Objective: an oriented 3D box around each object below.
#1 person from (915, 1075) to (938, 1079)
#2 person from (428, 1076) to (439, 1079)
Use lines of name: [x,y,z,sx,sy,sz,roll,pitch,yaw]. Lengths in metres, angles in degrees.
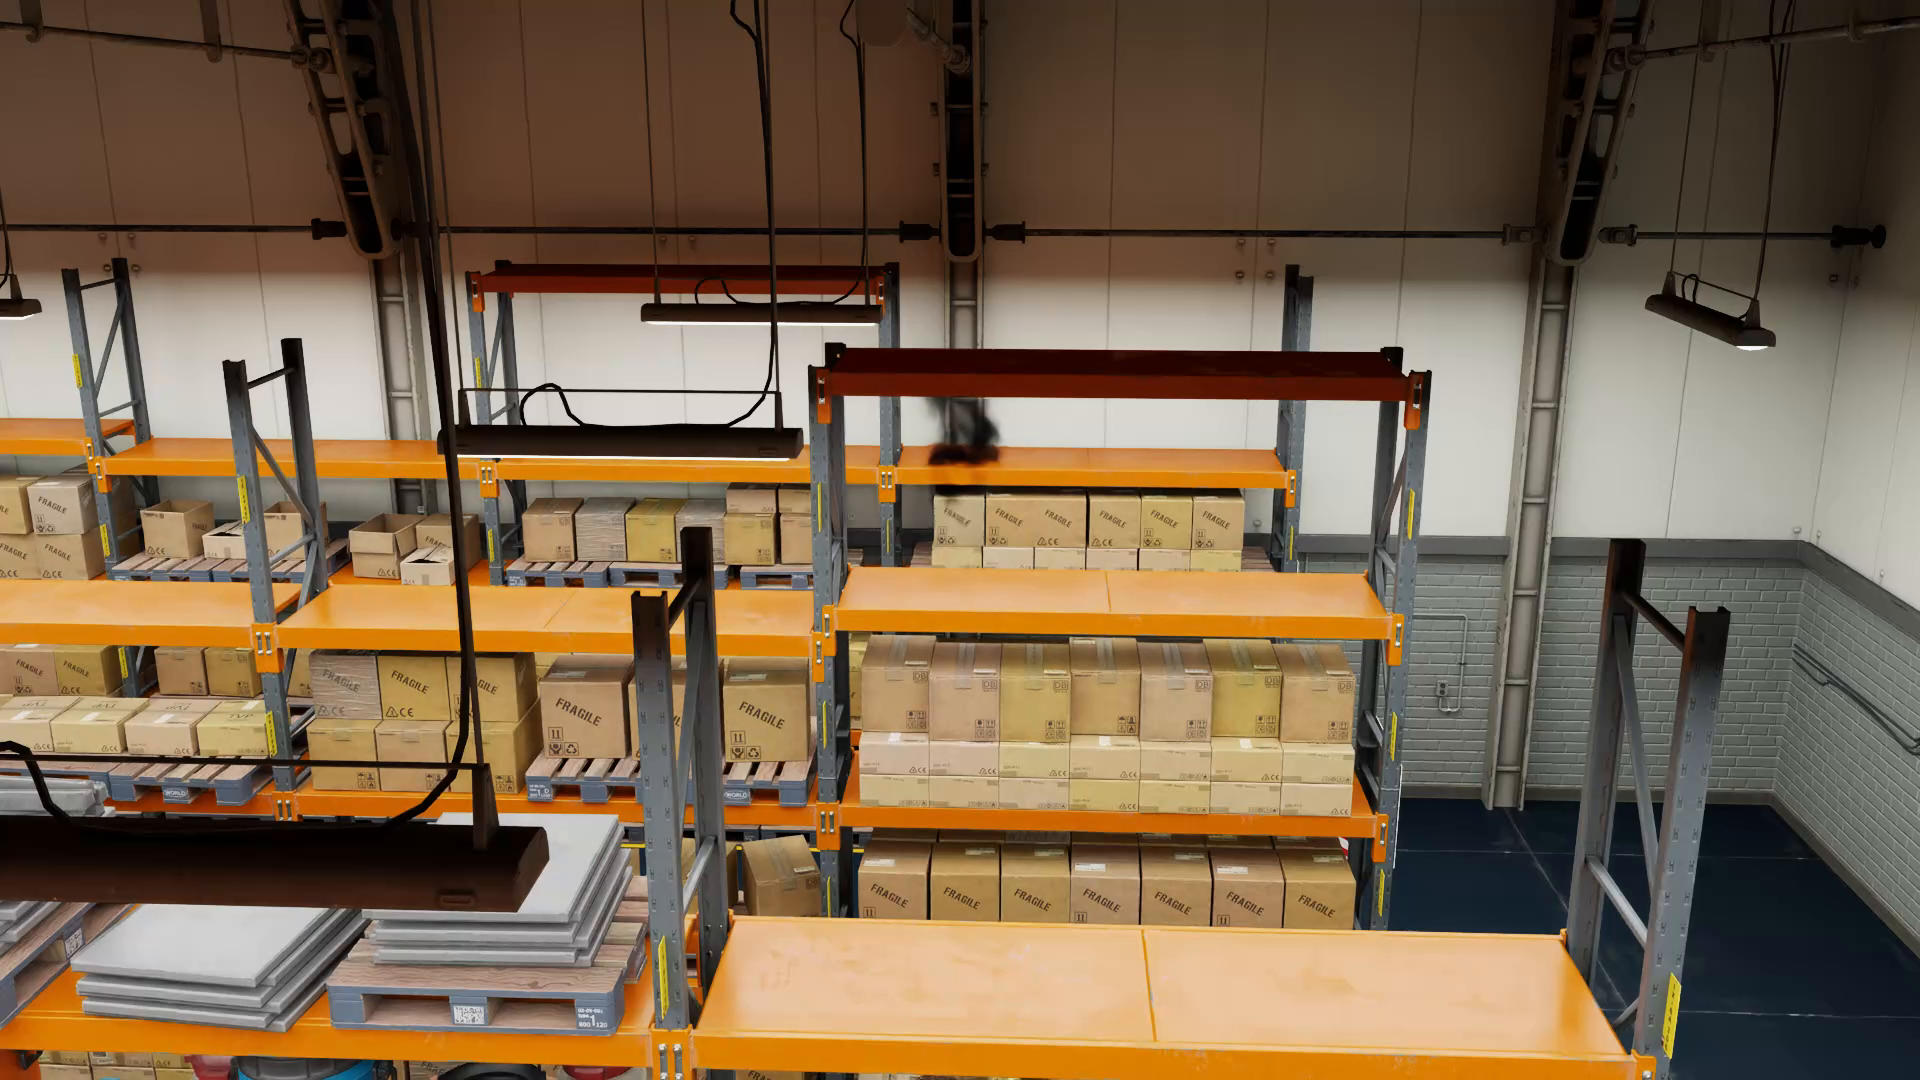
person: [-0.172,4.244,10.899,0.951,1.652,0.565,-1,16,-5]
person: [-3.326,4.261,10.804,0.825,1.771,0.633,-2,16,-8]
